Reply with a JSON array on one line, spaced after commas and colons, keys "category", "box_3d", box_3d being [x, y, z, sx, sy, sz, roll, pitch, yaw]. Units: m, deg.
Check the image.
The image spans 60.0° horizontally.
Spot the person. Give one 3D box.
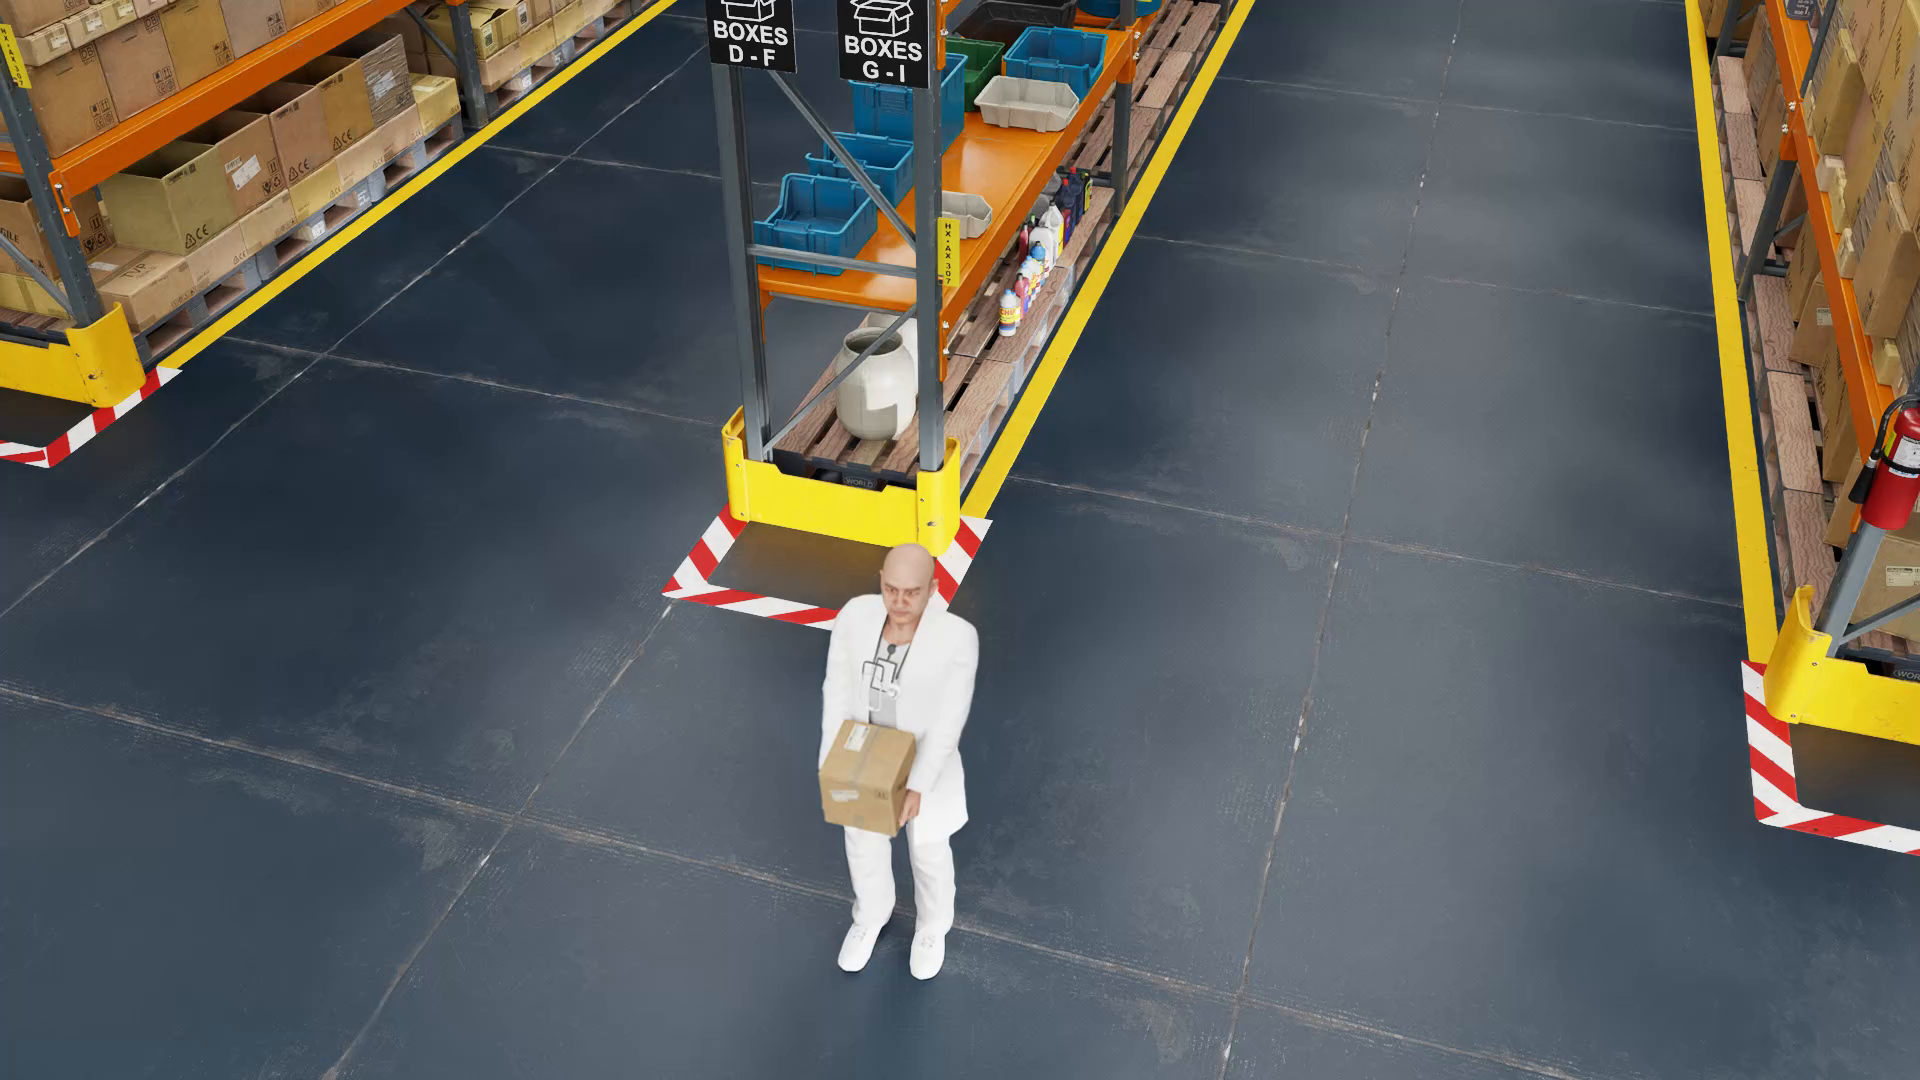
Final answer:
[{"category": "person", "box_3d": [-0.235, 0.836, 5.780, 0.527, 1.771, 0.553, 11, 38, 14]}]
